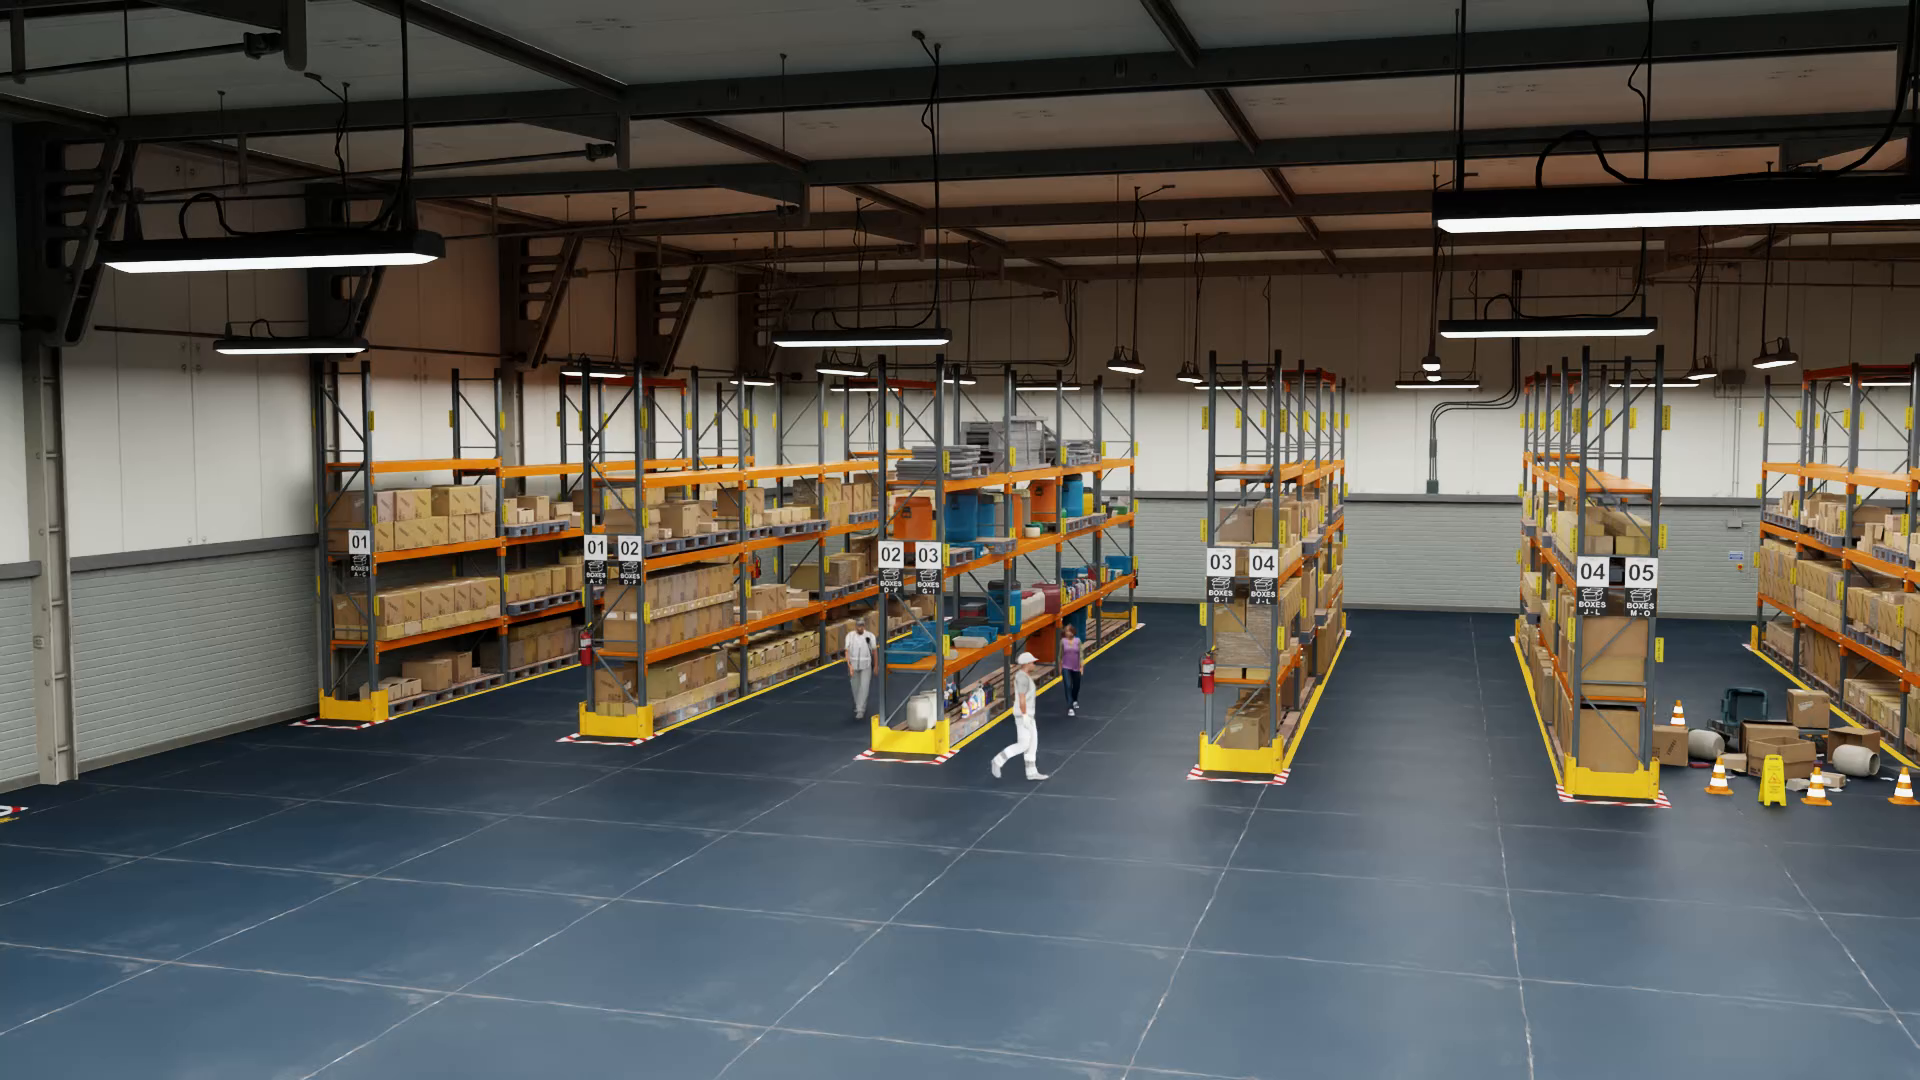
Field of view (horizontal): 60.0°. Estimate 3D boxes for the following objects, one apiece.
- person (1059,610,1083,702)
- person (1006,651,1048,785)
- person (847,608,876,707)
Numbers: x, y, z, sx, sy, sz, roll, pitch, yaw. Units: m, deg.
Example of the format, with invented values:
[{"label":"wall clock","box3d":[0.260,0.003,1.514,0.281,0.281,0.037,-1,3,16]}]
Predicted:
[{"label":"person","box3d":[1.884,1.979,28.520,0.426,1.535,0.680,2,4,23]},{"label":"person","box3d":[0.944,2.475,23.134,0.384,1.843,0.735,-2,5,-31]},{"label":"person","box3d":[-1.621,1.962,28.091,0.531,1.631,0.882,-2,5,-29]}]
